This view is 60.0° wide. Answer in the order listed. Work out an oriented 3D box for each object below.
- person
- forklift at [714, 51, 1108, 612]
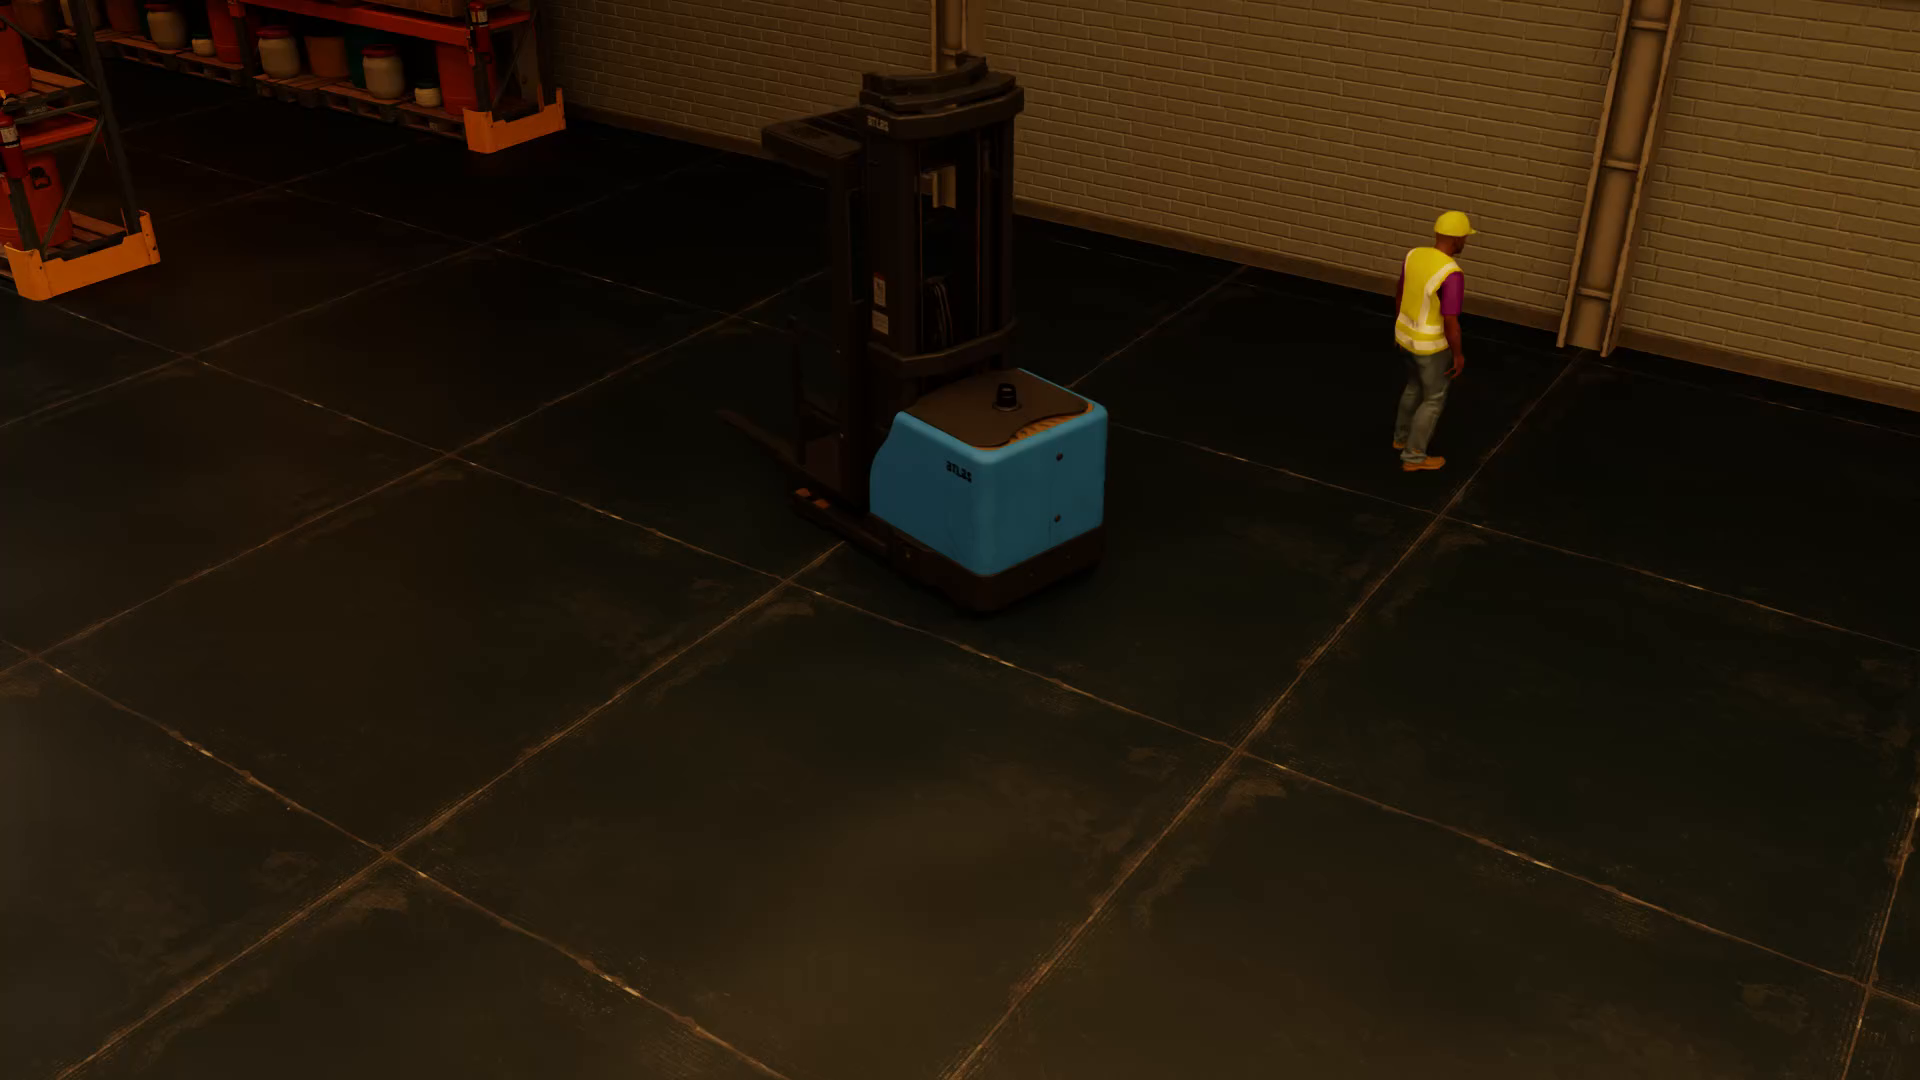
[{"bbox_3d":[3.139,-1.322,11.044,0.462,1.769,0.643,-10,31,-16],"label":"person"},{"bbox_3d":[-0.468,-1.511,10.183,1.130,2.935,3.031,-24,38,-35],"label":"forklift"}]
